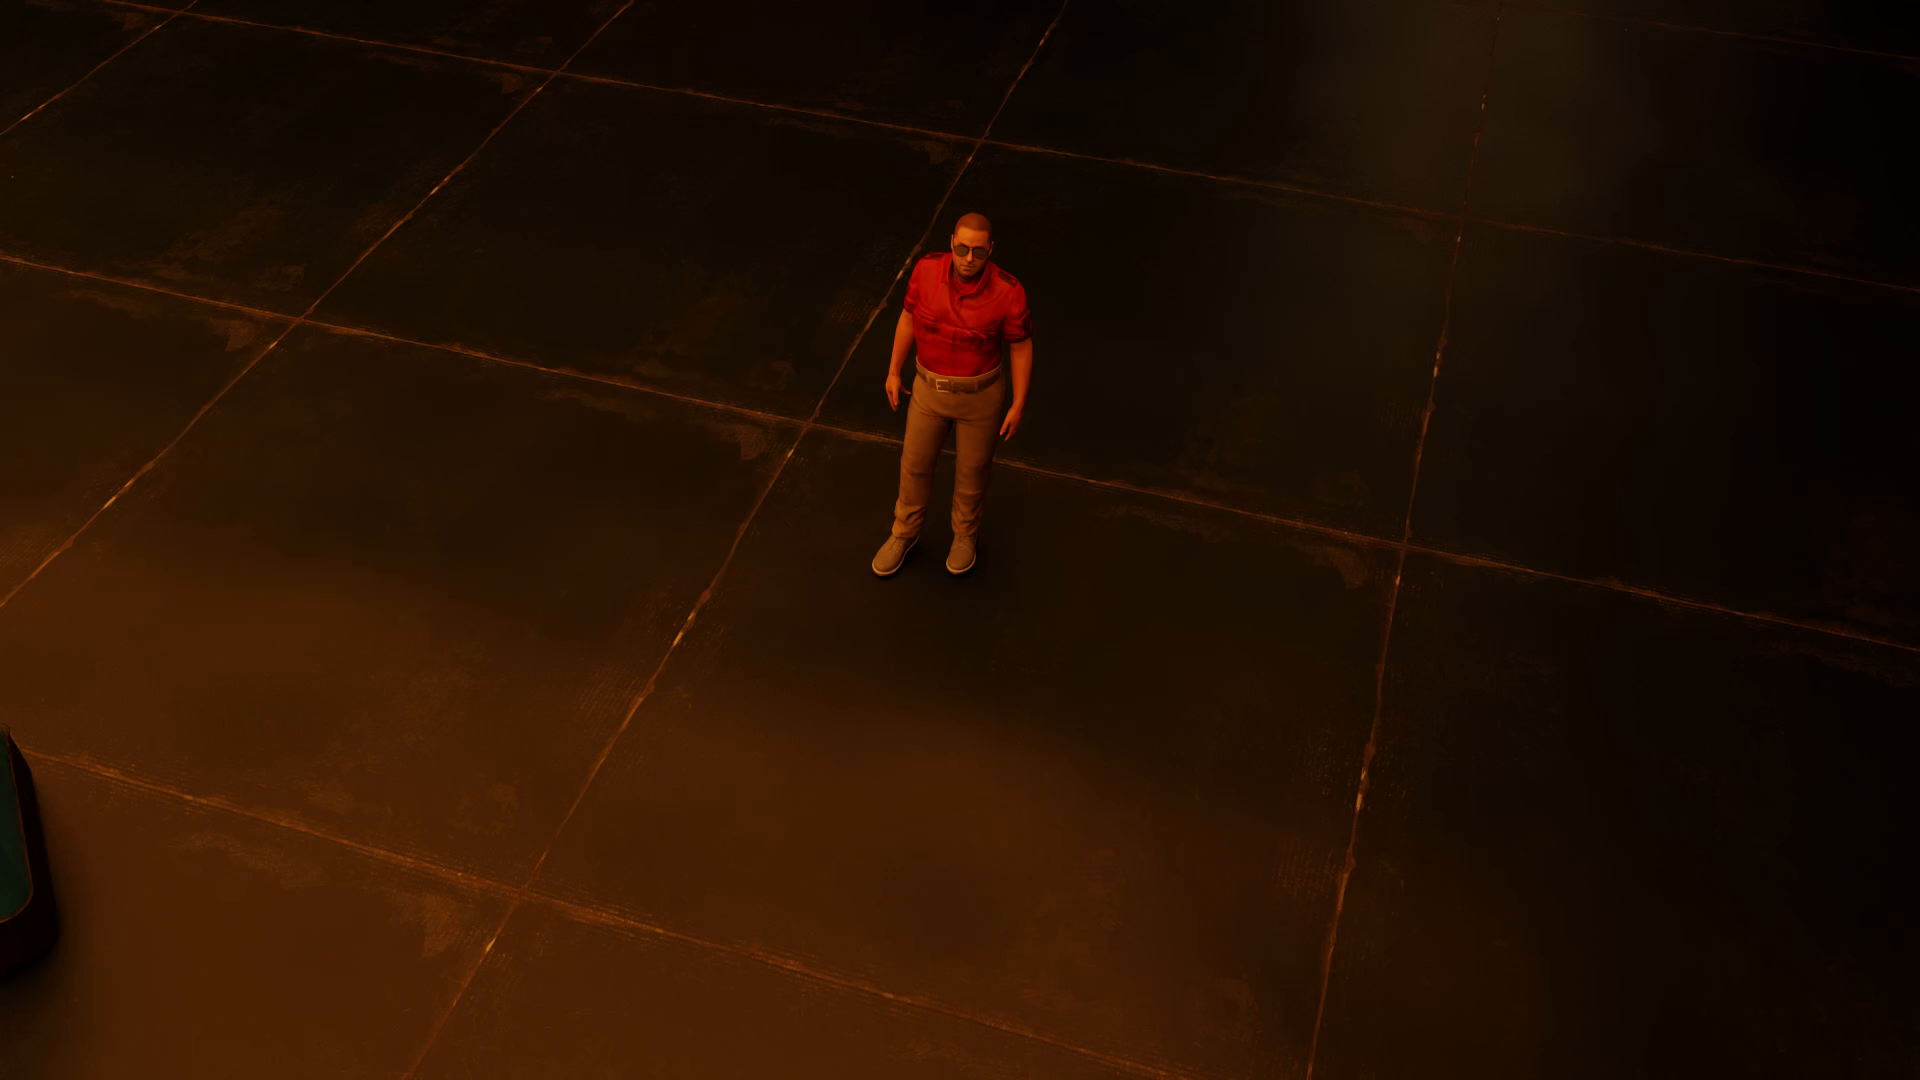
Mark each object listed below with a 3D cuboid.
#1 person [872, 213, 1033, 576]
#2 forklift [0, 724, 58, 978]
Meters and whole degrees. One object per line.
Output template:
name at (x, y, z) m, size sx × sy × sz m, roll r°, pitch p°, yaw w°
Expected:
person at (-0.039, -0.582, 7.187) m, size 0.640 × 1.727 × 0.551 m, roll 12°, pitch 44°, yaw 13°
forklift at (-4.889, 0.660, 4.980) m, size 3.031 × 2.935 × 1.130 m, roll -20°, pitch 47°, yaw -21°
